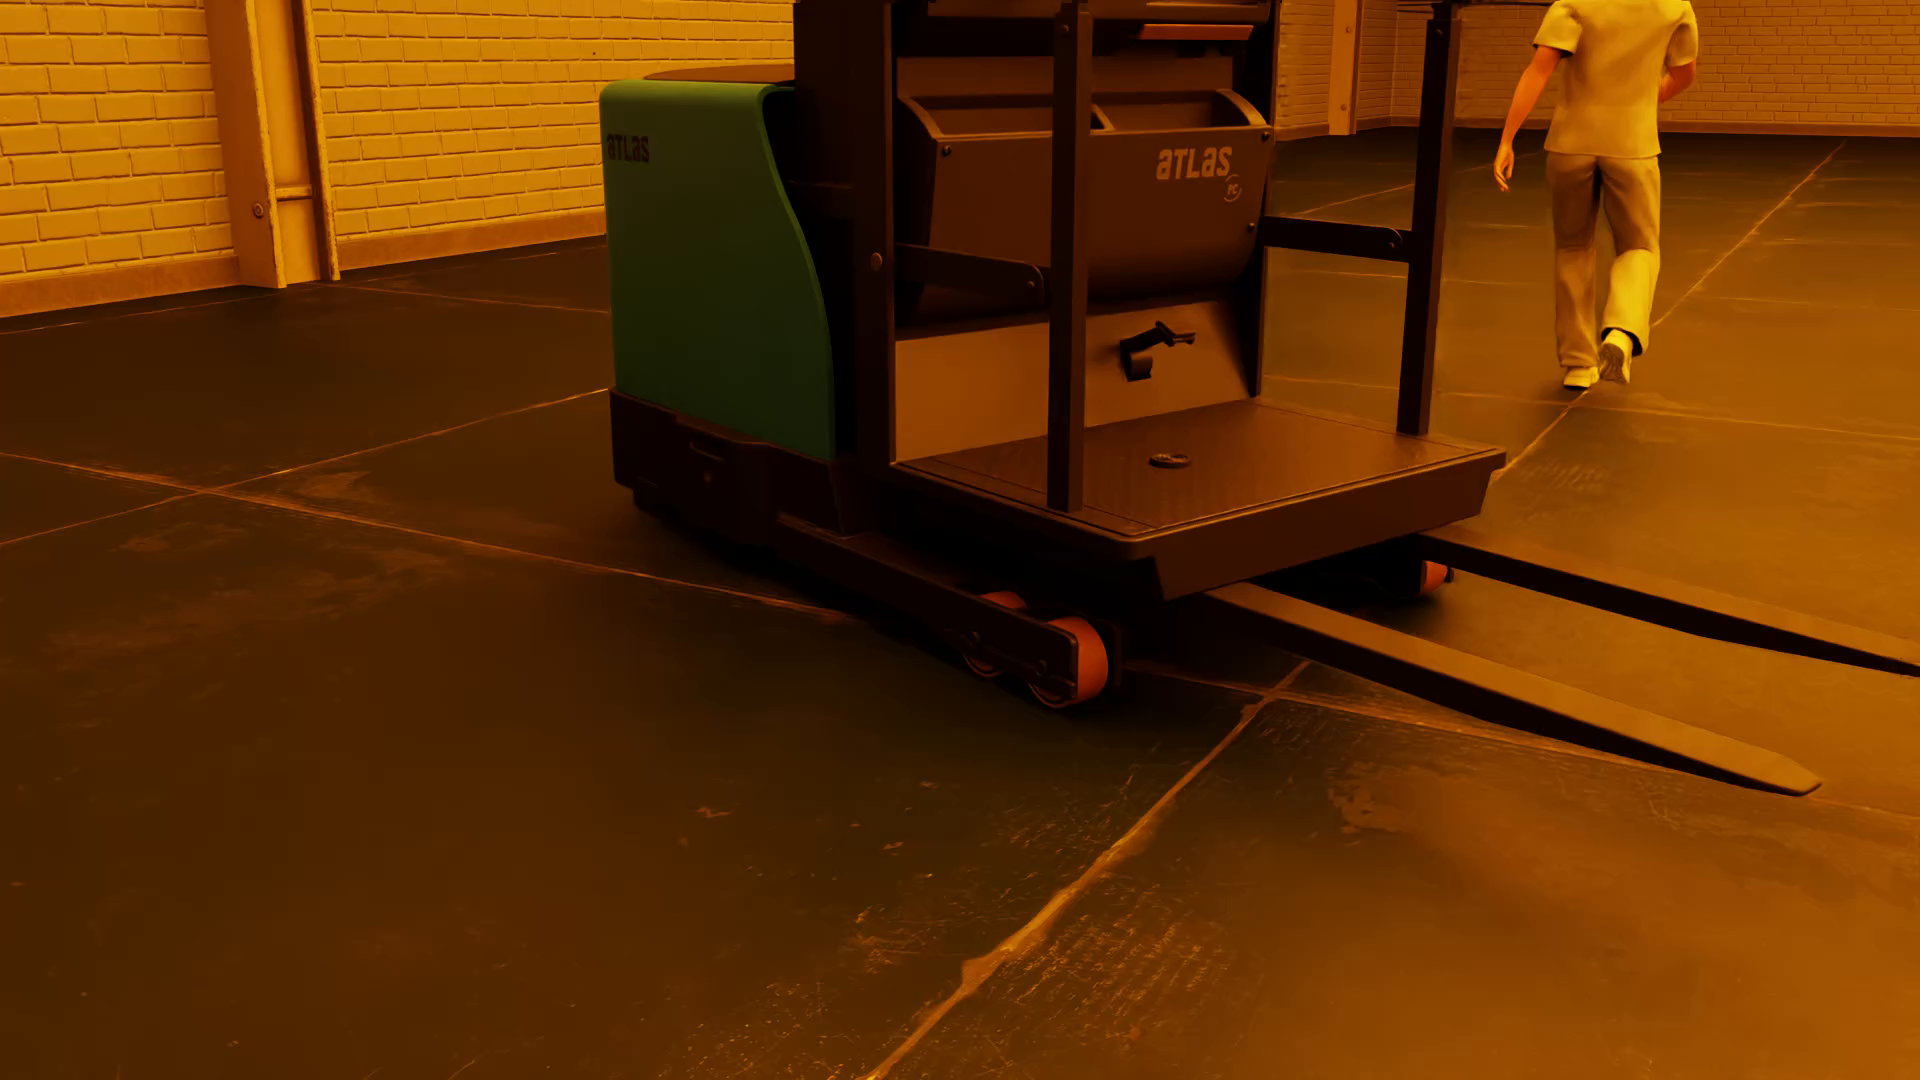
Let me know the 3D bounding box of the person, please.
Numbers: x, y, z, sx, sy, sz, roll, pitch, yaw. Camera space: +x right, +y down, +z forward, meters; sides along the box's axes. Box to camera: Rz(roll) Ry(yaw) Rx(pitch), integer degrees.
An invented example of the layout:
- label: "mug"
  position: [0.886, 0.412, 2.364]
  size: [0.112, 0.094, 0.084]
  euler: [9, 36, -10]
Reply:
- label: "person"
  position: [2.129, -1.300, 5.606]
  size: [0.586, 1.621, 0.606]
  euler: [7, 18, 23]

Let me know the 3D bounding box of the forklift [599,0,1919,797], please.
- label: "forklift"
  position: [0.409, -1.260, 3.129]
  size: [1.130, 2.935, 3.031]
  euler: [-13, 21, -36]
